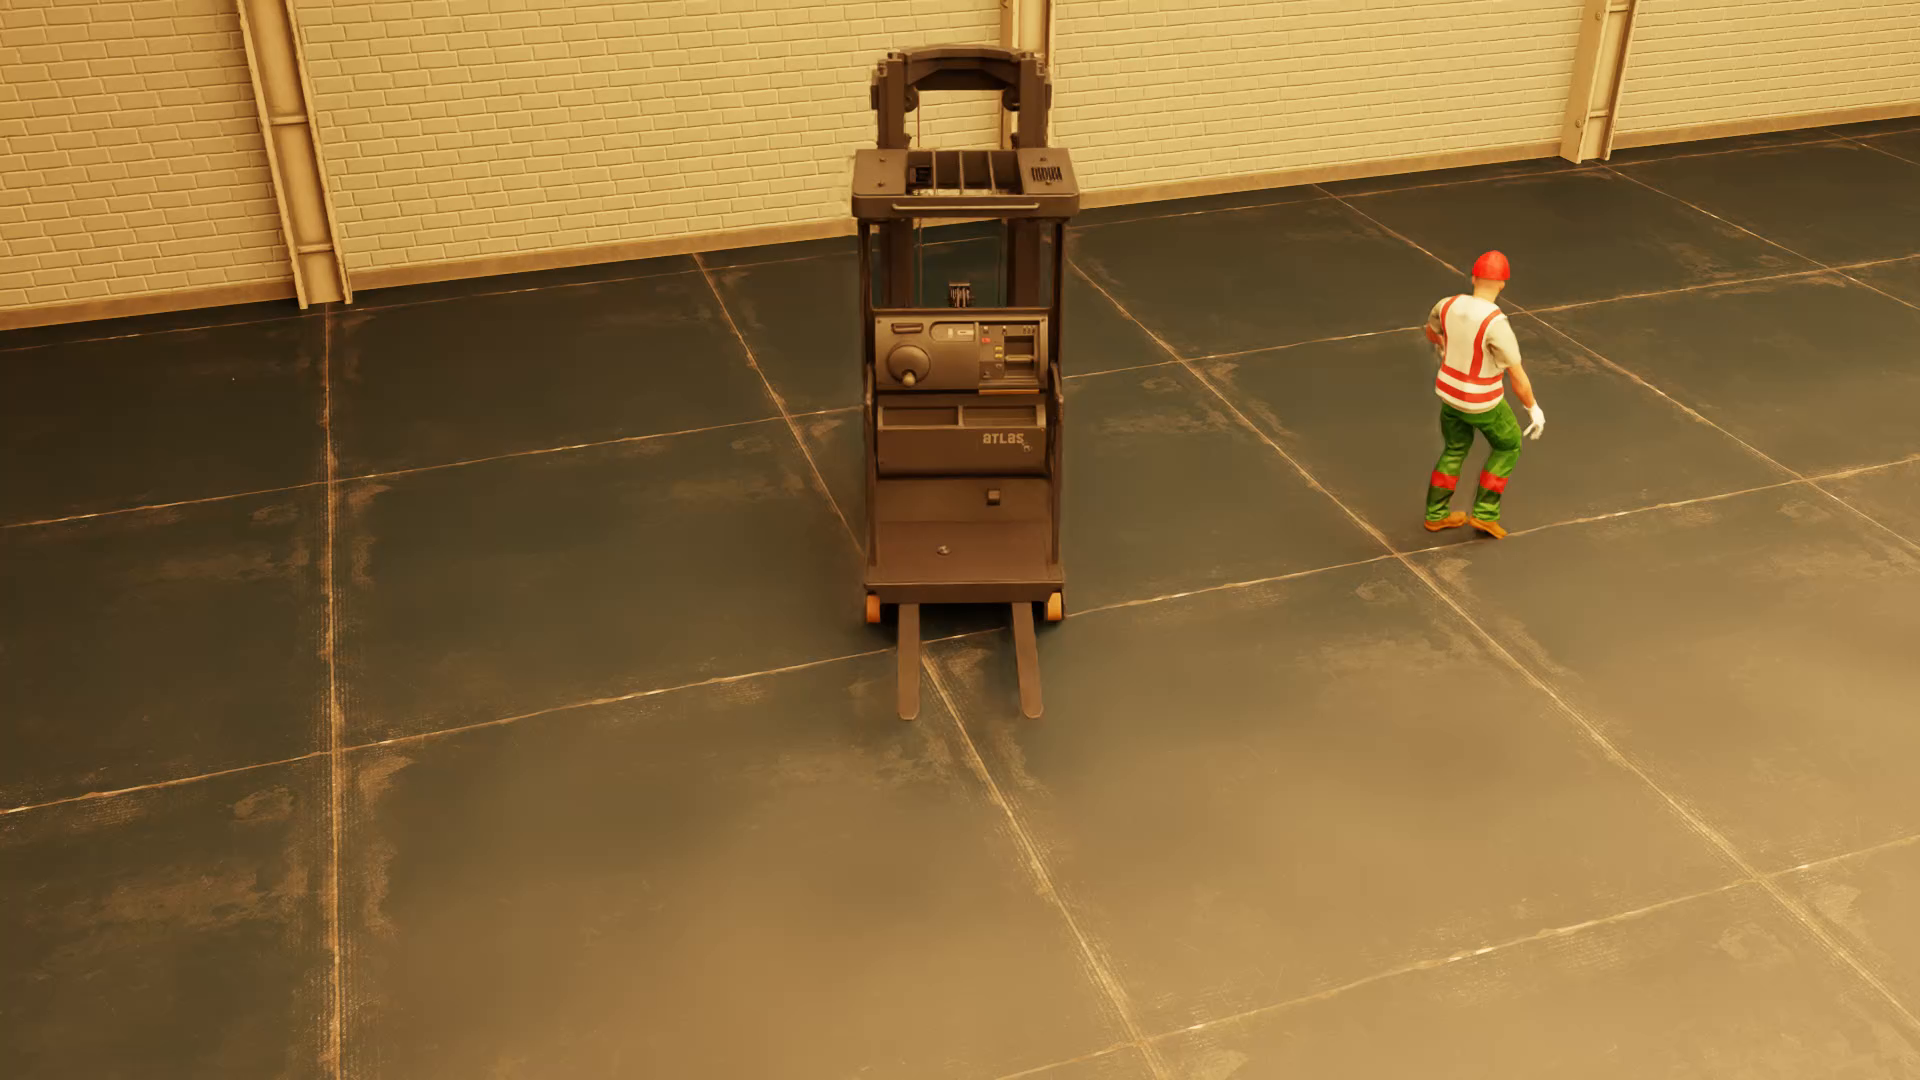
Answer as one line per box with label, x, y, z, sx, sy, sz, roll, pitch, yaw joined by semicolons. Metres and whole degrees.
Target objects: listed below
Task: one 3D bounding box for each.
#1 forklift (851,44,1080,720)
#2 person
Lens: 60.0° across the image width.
forklift;0.016;-0.966;8.766;1.130;2.935;3.031;-1;30;-1
person;3.025;-0.836;9.750;0.478;1.797;0.944;-15;33;-24
